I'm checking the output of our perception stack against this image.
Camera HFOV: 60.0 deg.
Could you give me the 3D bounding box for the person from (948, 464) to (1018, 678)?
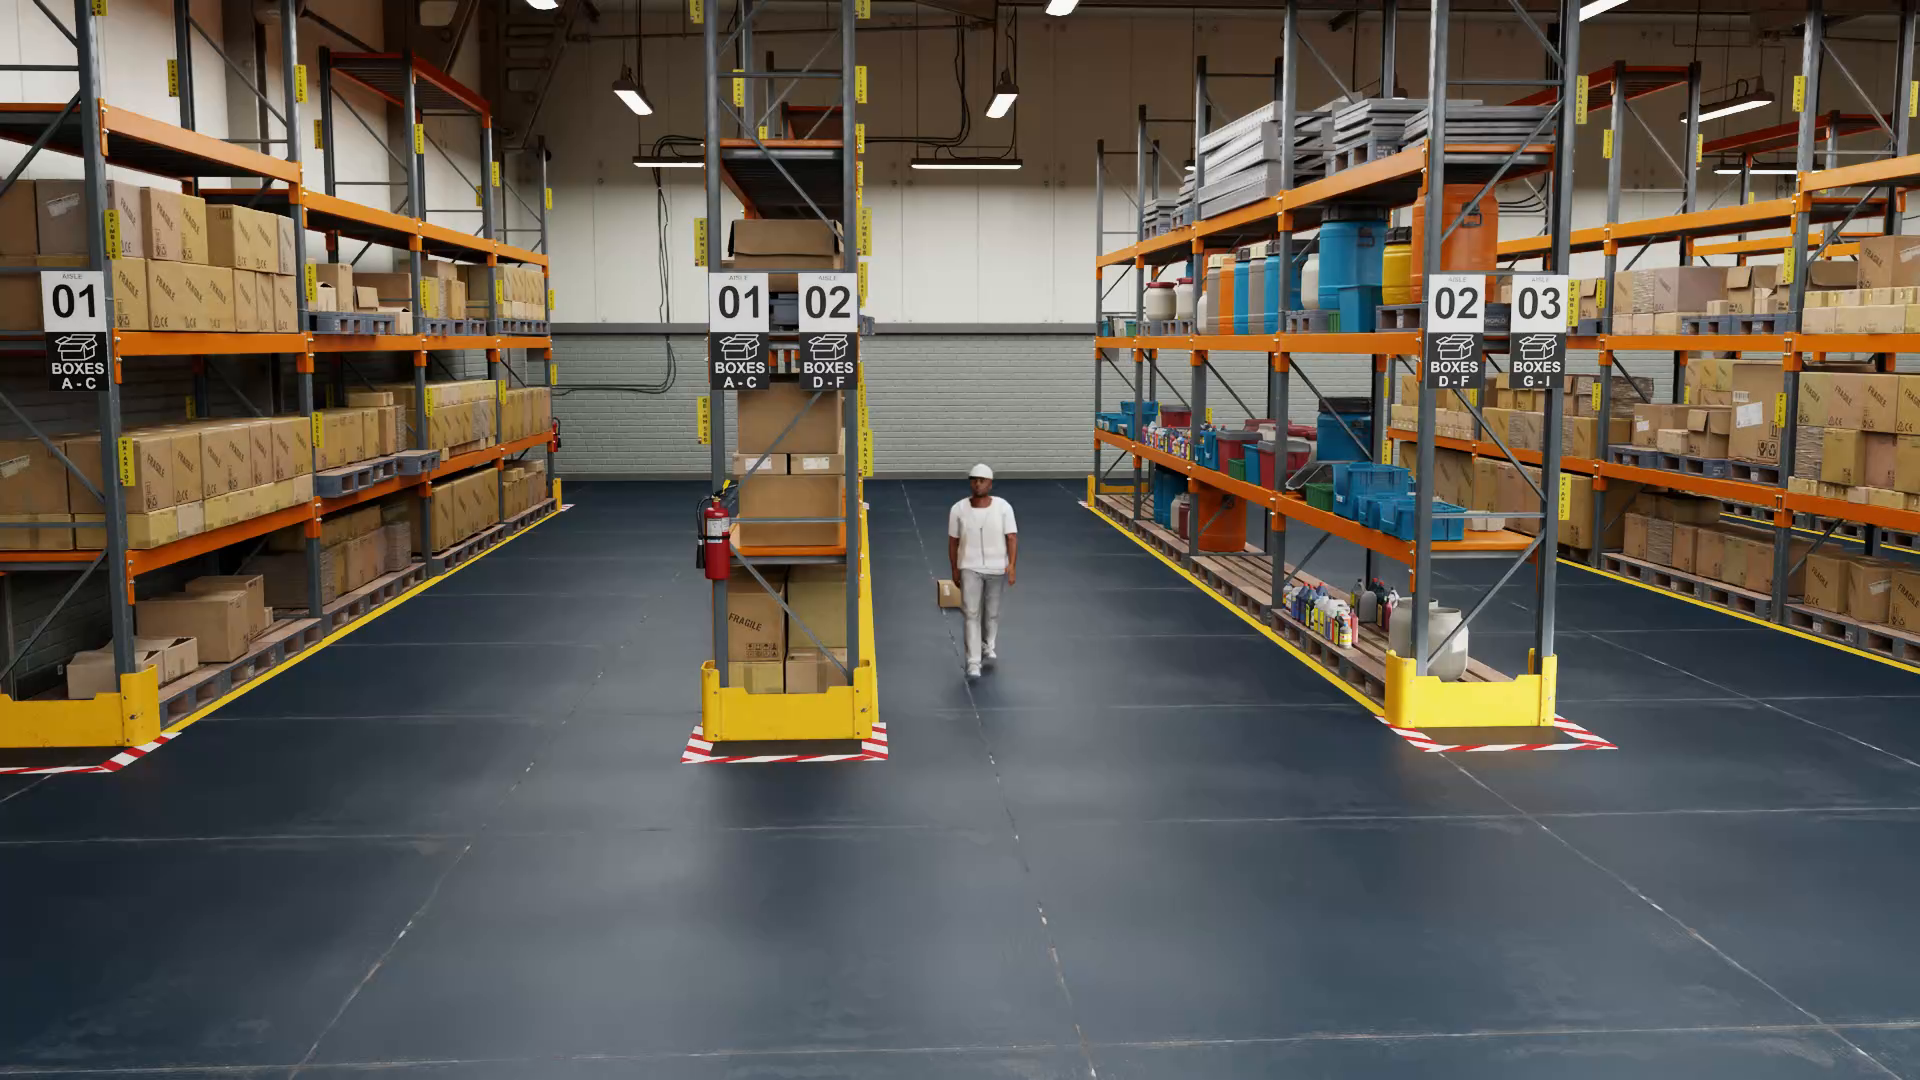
[{"bbox_3d":[0.193,0.238,13.676,0.561,1.722,1.057,0,7,-4],"label":"person"}]
